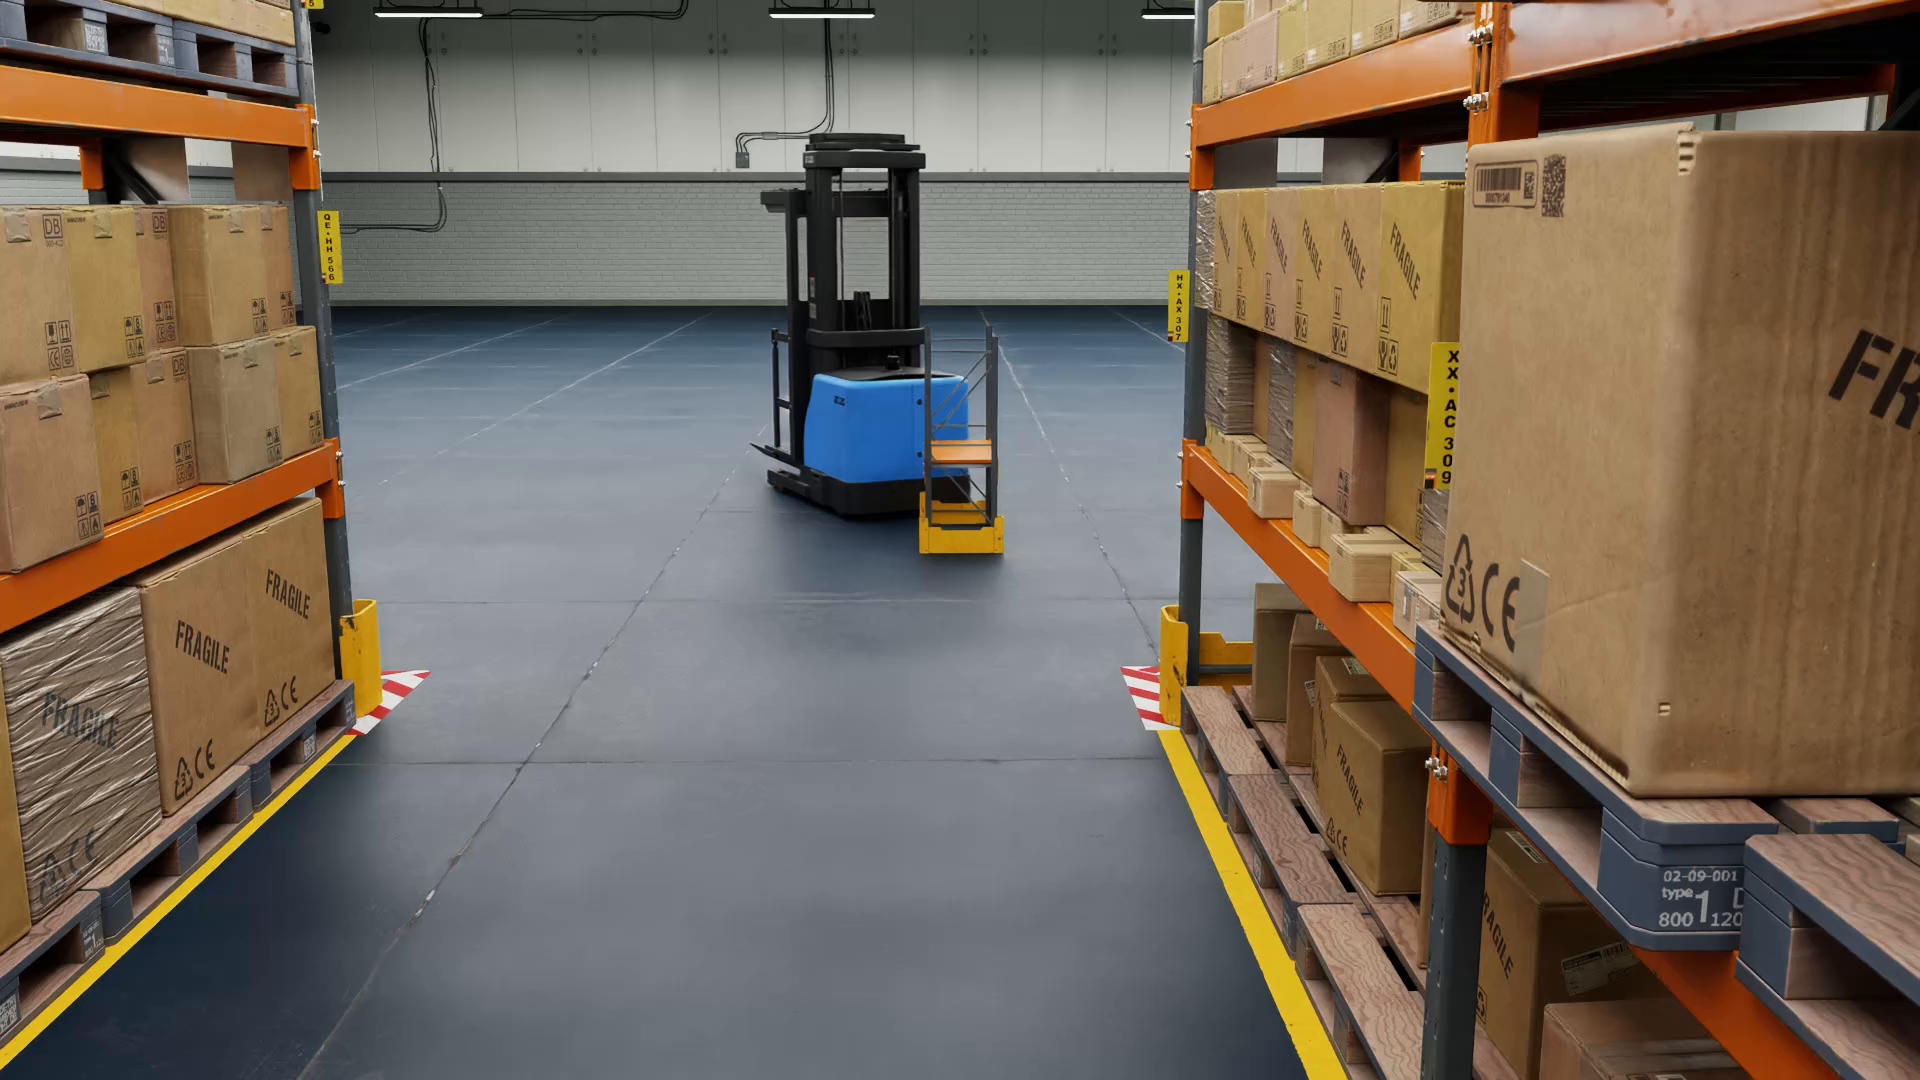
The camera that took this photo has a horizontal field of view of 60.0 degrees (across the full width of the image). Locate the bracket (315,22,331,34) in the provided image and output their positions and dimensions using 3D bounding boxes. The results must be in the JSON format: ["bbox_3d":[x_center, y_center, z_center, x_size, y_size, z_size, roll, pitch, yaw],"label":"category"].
[{"bbox_3d":[-14.532,-11.668,37.886,0.235,0.232,0.430,0,11,-1],"label":"bracket"}]

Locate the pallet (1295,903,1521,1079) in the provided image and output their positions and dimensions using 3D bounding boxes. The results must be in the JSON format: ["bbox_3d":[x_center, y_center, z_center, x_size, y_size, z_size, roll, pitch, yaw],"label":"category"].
[{"bbox_3d":[1.581,1.379,4.730,1.003,0.211,1.213,0,11,-1],"label":"pallet"}]

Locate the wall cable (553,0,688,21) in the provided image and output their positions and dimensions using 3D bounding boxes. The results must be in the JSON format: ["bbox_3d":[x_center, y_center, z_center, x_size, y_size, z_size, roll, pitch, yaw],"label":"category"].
[{"bbox_3d":[-7.769,-13.146,37.893,3.097,2.526,0.112,0,11,-1],"label":"wall cable"}]

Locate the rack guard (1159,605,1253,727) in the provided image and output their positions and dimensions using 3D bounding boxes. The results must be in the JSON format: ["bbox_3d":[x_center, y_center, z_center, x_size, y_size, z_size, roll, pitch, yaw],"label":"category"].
[{"bbox_3d":[1.549,0.591,7.889,1.175,0.500,0.348,0,11,-1],"label":"rack guard"}]

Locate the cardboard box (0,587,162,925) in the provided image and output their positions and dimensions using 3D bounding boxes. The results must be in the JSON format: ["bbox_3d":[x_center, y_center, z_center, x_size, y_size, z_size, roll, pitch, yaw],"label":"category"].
[{"bbox_3d":[-3.296,0.677,5.465,0.875,0.875,0.875,0,11,-1],"label":"cardboard box"}]

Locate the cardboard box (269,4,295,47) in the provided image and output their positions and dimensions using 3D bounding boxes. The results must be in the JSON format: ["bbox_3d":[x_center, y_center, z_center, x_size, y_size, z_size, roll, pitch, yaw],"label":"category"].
[{"bbox_3d":[-3.068,-2.186,7.070,0.380,0.149,0.250,0,11,-1],"label":"cardboard box"}]

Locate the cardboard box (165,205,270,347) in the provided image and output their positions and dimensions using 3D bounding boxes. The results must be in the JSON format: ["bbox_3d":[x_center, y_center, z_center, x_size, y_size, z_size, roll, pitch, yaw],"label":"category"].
[{"bbox_3d":[-3.341,-1.069,6.690,0.875,0.550,0.550,0,11,-1],"label":"cardboard box"}]

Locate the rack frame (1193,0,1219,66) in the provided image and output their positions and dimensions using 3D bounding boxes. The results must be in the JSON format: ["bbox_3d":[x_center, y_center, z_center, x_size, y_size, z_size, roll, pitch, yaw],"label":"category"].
[{"bbox_3d":[1.548,-3.589,7.119,1.000,3.000,0.127,0,11,-1],"label":"rack frame"}]

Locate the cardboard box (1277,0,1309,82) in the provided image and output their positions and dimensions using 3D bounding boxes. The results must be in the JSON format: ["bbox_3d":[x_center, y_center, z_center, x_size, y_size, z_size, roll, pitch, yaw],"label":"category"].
[{"bbox_3d":[1.338,-1.645,5.454,0.500,0.250,0.500,0,11,1],"label":"cardboard box"}]

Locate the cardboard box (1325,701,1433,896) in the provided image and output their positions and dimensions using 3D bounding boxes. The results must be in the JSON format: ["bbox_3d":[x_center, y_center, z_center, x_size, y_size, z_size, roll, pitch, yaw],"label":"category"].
[{"bbox_3d":[1.551,0.849,5.563,0.500,0.500,0.500,-1,12,-6],"label":"cardboard box"}]

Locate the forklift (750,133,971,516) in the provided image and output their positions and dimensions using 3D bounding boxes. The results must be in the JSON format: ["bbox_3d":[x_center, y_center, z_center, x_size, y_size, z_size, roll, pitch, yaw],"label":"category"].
[{"bbox_3d":[-0.994,-1.870,13.906,1.130,2.935,3.031,-5,13,-24],"label":"forklift"}]

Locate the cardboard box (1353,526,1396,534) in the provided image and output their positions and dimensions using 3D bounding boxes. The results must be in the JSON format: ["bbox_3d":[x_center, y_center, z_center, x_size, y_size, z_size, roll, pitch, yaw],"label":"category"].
[{"bbox_3d":[1.401,0.028,5.007,0.380,0.149,0.250,0,11,-1],"label":"cardboard box"}]

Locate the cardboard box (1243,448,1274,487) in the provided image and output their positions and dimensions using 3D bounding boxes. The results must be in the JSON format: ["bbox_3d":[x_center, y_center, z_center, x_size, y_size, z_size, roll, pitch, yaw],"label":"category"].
[{"bbox_3d":[1.315,-0.270,6.476,0.380,0.149,0.250,0,11,-1],"label":"cardboard box"}]

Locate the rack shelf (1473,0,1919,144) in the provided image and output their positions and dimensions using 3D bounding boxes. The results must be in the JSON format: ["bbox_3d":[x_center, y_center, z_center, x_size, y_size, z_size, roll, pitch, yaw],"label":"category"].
[{"bbox_3d":[1.672,-0.574,1.609,1.077,0.370,4.000,0,11,-1],"label":"rack shelf"}]

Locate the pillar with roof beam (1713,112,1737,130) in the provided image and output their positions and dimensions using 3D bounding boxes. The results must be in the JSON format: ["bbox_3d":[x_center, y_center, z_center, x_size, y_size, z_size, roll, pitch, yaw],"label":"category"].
[{"bbox_3d":[12.360,-9.461,36.059,9.100,9.000,0.548,0,11,-1],"label":"pillar with roof beam"}]

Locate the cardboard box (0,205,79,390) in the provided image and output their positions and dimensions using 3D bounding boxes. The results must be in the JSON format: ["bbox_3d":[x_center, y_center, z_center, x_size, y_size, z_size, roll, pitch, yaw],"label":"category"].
[{"bbox_3d":[-3.305,-0.747,5.103,0.875,0.550,0.550,0,11,-1],"label":"cardboard box"}]

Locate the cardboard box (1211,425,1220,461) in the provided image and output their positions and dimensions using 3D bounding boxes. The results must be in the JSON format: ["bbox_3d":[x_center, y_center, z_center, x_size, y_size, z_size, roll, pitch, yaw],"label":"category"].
[{"bbox_3d":[1.301,-0.419,7.211,0.380,0.149,0.250,0,11,-1],"label":"cardboard box"}]

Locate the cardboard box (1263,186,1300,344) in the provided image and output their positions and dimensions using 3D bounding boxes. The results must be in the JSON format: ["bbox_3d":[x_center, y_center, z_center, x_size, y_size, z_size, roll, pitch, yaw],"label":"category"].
[{"bbox_3d":[1.318,-0.925,5.562,0.500,0.500,0.500,0,11,-1],"label":"cardboard box"}]

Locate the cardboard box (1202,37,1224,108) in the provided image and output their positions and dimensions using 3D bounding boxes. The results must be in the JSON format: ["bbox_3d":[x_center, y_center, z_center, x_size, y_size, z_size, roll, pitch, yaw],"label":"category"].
[{"bbox_3d":[1.299,-1.949,6.954,0.500,0.250,0.500,0,11,1],"label":"cardboard box"}]

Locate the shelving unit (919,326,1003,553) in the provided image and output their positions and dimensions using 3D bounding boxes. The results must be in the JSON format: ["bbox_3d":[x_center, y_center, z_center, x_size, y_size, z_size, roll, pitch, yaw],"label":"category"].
[{"bbox_3d":[-0.002,-0.750,11.985,0.587,1.500,1.083,0,11,-1],"label":"shelving unit"}]

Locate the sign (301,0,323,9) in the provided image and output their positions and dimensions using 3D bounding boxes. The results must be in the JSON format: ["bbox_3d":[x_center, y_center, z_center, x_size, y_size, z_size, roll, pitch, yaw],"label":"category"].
[{"bbox_3d":[-2.871,-2.514,7.333,0.100,0.325,0.005,0,11,-1],"label":"sign"}]

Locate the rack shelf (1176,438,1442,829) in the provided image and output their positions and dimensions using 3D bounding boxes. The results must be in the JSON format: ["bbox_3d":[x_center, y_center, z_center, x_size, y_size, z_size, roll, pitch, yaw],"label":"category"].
[{"bbox_3d":[1.589,0.101,5.827,1.077,0.370,4.000,0,11,-1],"label":"rack shelf"}]

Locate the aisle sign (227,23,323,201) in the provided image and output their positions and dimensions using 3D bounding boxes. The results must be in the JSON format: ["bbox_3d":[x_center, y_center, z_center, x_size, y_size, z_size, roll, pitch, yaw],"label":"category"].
[{"bbox_3d":[-3.115,-1.938,7.531,0.394,0.787,0.004,0,11,-1],"label":"aisle sign"}]

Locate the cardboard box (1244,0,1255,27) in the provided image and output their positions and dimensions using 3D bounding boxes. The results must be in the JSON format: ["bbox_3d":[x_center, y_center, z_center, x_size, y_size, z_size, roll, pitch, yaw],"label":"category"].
[{"bbox_3d":[1.294,-2.029,6.348,0.380,0.149,0.250,0,11,1],"label":"cardboard box"}]

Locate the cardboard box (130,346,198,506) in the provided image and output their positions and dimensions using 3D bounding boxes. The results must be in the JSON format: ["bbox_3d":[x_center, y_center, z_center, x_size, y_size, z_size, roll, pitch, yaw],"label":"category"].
[{"bbox_3d":[-3.441,-0.428,6.246,0.875,0.550,0.550,0,11,-1],"label":"cardboard box"}]

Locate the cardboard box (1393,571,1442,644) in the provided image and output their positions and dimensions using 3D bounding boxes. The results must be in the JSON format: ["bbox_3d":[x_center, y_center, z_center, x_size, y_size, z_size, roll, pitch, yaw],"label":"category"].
[{"bbox_3d":[1.336,0.178,4.271,0.380,0.149,0.250,0,11,-1],"label":"cardboard box"}]

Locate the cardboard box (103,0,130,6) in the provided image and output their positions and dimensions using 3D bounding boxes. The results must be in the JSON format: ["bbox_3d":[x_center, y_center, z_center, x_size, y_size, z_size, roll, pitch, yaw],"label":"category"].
[{"bbox_3d":[-3.037,-1.883,5.575,0.380,0.149,0.250,0,11,0],"label":"cardboard box"}]

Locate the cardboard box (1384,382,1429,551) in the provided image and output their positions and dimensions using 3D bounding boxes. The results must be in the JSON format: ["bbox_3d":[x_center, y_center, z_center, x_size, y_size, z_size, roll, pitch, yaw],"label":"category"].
[{"bbox_3d":[1.708,-0.238,4.689,0.875,0.500,0.500,0,11,-1],"label":"cardboard box"}]

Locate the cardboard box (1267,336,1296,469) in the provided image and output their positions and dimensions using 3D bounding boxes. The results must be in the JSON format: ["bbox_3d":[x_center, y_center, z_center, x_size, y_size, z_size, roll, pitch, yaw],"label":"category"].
[{"bbox_3d":[1.629,-0.536,6.158,0.875,0.500,0.500,0,11,-1],"label":"cardboard box"}]

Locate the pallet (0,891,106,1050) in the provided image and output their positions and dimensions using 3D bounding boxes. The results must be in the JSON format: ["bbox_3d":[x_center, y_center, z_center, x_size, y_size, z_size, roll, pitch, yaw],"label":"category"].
[{"bbox_3d":[-3.268,1.361,4.818,1.003,0.211,1.213,0,11,-1],"label":"pallet"}]

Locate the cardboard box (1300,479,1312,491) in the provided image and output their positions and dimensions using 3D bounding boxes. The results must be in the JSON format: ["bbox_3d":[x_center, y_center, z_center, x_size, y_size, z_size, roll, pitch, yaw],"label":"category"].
[{"bbox_3d":[1.387,-0.121,5.742,0.380,0.149,0.250,0,11,-1],"label":"cardboard box"}]

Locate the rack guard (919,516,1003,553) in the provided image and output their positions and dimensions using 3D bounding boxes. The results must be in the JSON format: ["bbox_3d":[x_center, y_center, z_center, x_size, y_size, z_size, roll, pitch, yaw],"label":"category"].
[{"bbox_3d":[0.009,-0.039,11.621,0.587,0.250,0.087,0,11,-1],"label":"rack guard"}]

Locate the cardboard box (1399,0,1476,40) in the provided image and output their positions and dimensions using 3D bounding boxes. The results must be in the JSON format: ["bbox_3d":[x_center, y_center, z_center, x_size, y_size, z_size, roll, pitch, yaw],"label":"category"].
[{"bbox_3d":[1.360,-1.340,3.954,0.500,0.250,0.500,0,11,1],"label":"cardboard box"}]

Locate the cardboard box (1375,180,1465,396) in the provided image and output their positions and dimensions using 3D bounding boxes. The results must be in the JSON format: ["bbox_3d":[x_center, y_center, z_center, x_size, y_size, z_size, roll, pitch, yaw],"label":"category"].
[{"bbox_3d":[1.346,-0.627,4.092,0.500,0.500,0.500,0,11,-1],"label":"cardboard box"}]

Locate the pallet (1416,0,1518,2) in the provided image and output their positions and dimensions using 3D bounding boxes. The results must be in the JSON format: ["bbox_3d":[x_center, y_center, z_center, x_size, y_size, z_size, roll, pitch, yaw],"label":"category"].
[{"bbox_3d":[1.537,-1.109,2.909,1.213,0.211,1.003,0,11,-1],"label":"pallet"}]

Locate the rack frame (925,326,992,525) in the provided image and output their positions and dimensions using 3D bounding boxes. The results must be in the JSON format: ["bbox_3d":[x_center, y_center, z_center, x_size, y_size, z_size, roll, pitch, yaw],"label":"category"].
[{"bbox_3d":[-0.012,-0.853,12.492,0.500,1.500,0.032,0,11,-1],"label":"rack frame"}]

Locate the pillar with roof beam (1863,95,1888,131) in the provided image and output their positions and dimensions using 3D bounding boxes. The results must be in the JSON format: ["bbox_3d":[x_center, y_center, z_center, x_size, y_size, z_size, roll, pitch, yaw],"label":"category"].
[{"bbox_3d":[12.484,-8.268,30.180,9.100,9.000,0.400,0,11,-1],"label":"pillar with roof beam"}]

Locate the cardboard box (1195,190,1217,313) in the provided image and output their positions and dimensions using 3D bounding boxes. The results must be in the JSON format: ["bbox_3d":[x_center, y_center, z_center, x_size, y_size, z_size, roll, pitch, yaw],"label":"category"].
[{"bbox_3d":[1.287,-1.224,7.032,0.500,0.500,0.500,0,11,-1],"label":"cardboard box"}]

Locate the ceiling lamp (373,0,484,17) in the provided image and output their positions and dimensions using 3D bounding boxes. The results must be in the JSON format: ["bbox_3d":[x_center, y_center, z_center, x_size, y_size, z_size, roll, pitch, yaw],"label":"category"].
[{"bbox_3d":[-10.001,-11.461,31.238,2.000,3.185,0.800,0,11,-1],"label":"ceiling lamp"}]

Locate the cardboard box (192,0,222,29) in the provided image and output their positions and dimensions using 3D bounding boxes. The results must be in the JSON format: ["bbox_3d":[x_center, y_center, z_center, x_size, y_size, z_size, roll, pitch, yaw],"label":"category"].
[{"bbox_3d":[-3.053,-2.035,6.323,0.380,0.149,0.250,0,11,-1],"label":"cardboard box"}]

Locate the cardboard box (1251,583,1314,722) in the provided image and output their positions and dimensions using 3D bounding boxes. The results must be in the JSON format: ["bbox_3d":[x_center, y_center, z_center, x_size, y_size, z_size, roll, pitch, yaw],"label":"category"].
[{"bbox_3d":[1.544,0.494,7.310,0.500,0.500,0.500,2,12,9],"label":"cardboard box"}]

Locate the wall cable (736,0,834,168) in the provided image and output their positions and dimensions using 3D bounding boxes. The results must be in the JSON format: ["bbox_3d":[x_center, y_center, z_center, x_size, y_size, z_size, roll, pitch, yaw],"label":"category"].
[{"bbox_3d":[-4.076,-11.642,38.260,2.305,6.003,0.169,0,11,-1],"label":"wall cable"}]
